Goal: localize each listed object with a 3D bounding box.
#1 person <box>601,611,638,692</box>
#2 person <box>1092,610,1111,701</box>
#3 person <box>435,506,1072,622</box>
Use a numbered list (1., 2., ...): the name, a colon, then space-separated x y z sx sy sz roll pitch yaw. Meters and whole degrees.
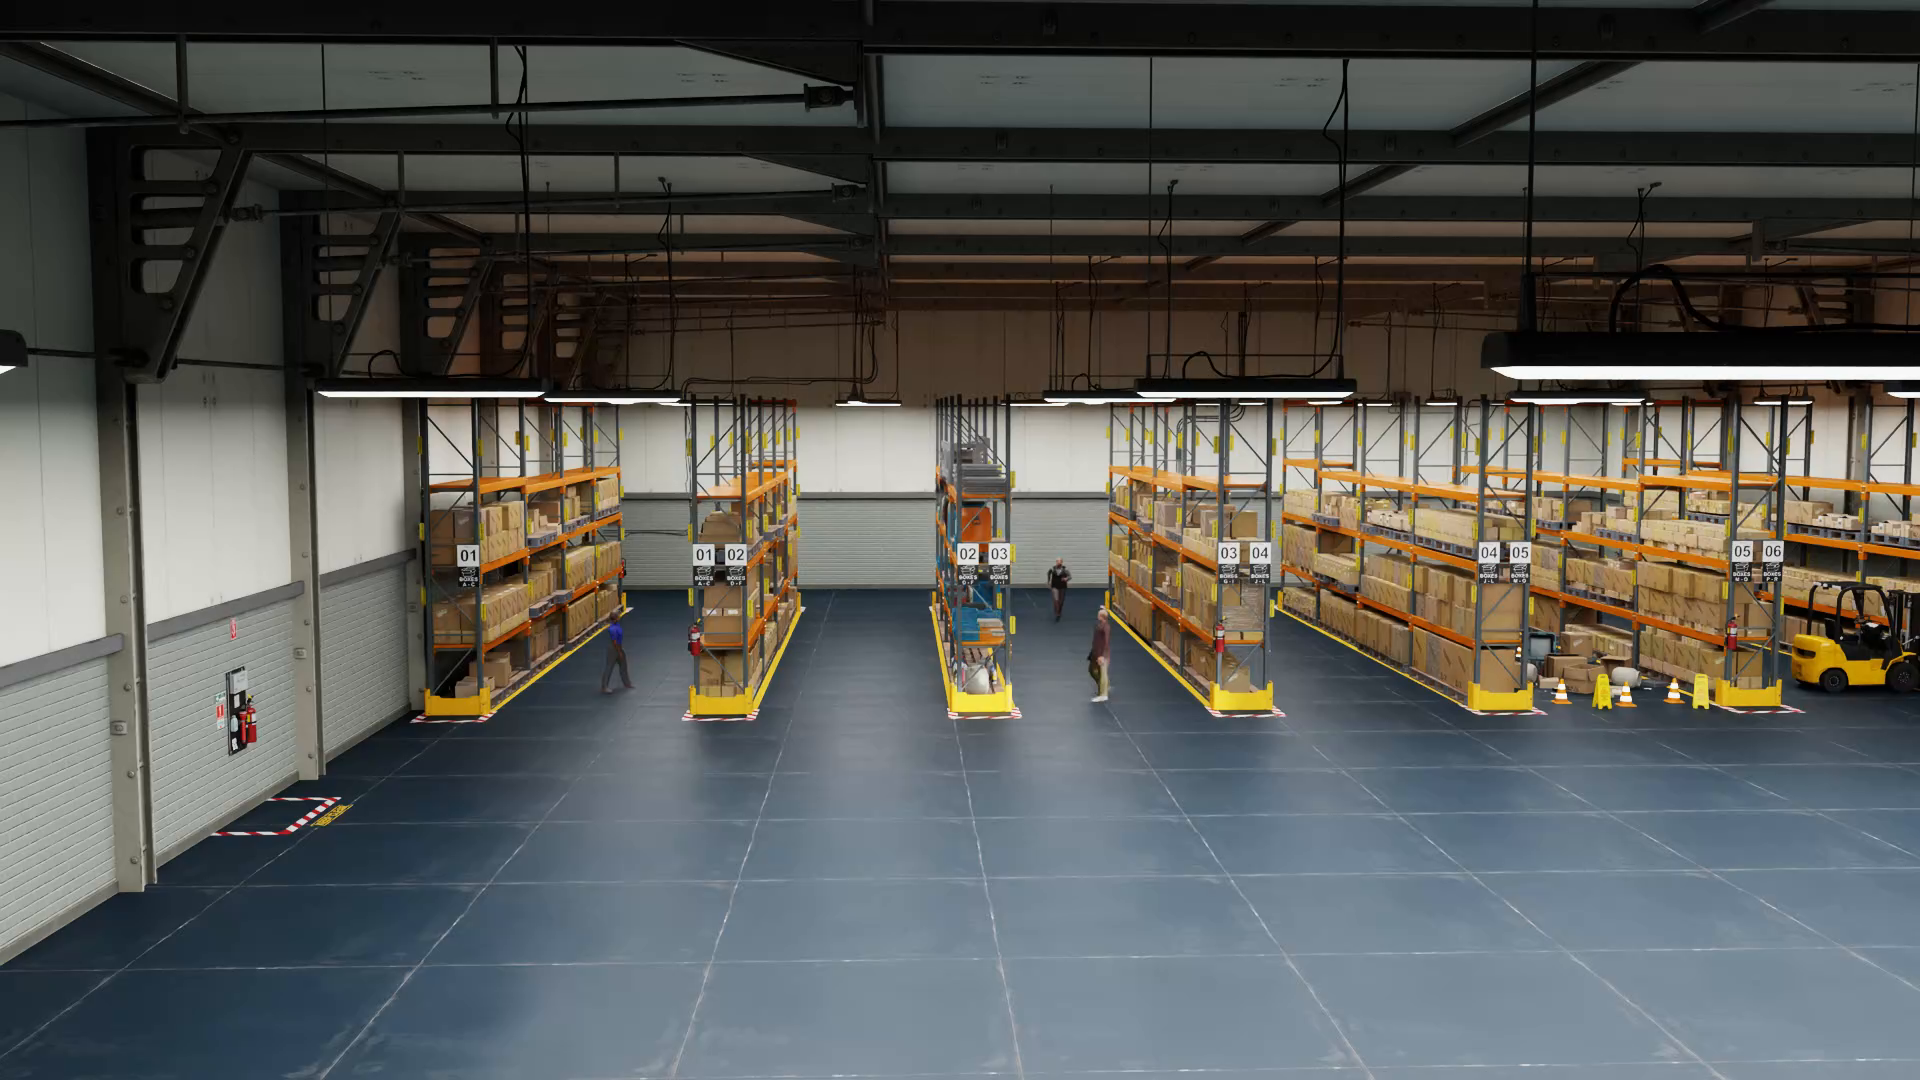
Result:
1. person: -6.934 2.252 33.728 0.607 1.657 0.646 1 5 10
2. person: 2.767 2.251 32.713 0.551 1.780 0.648 -1 5 -17
3. person: -3.497 0.736 38.443 13.917 3.840 12.482 0 5 -4
